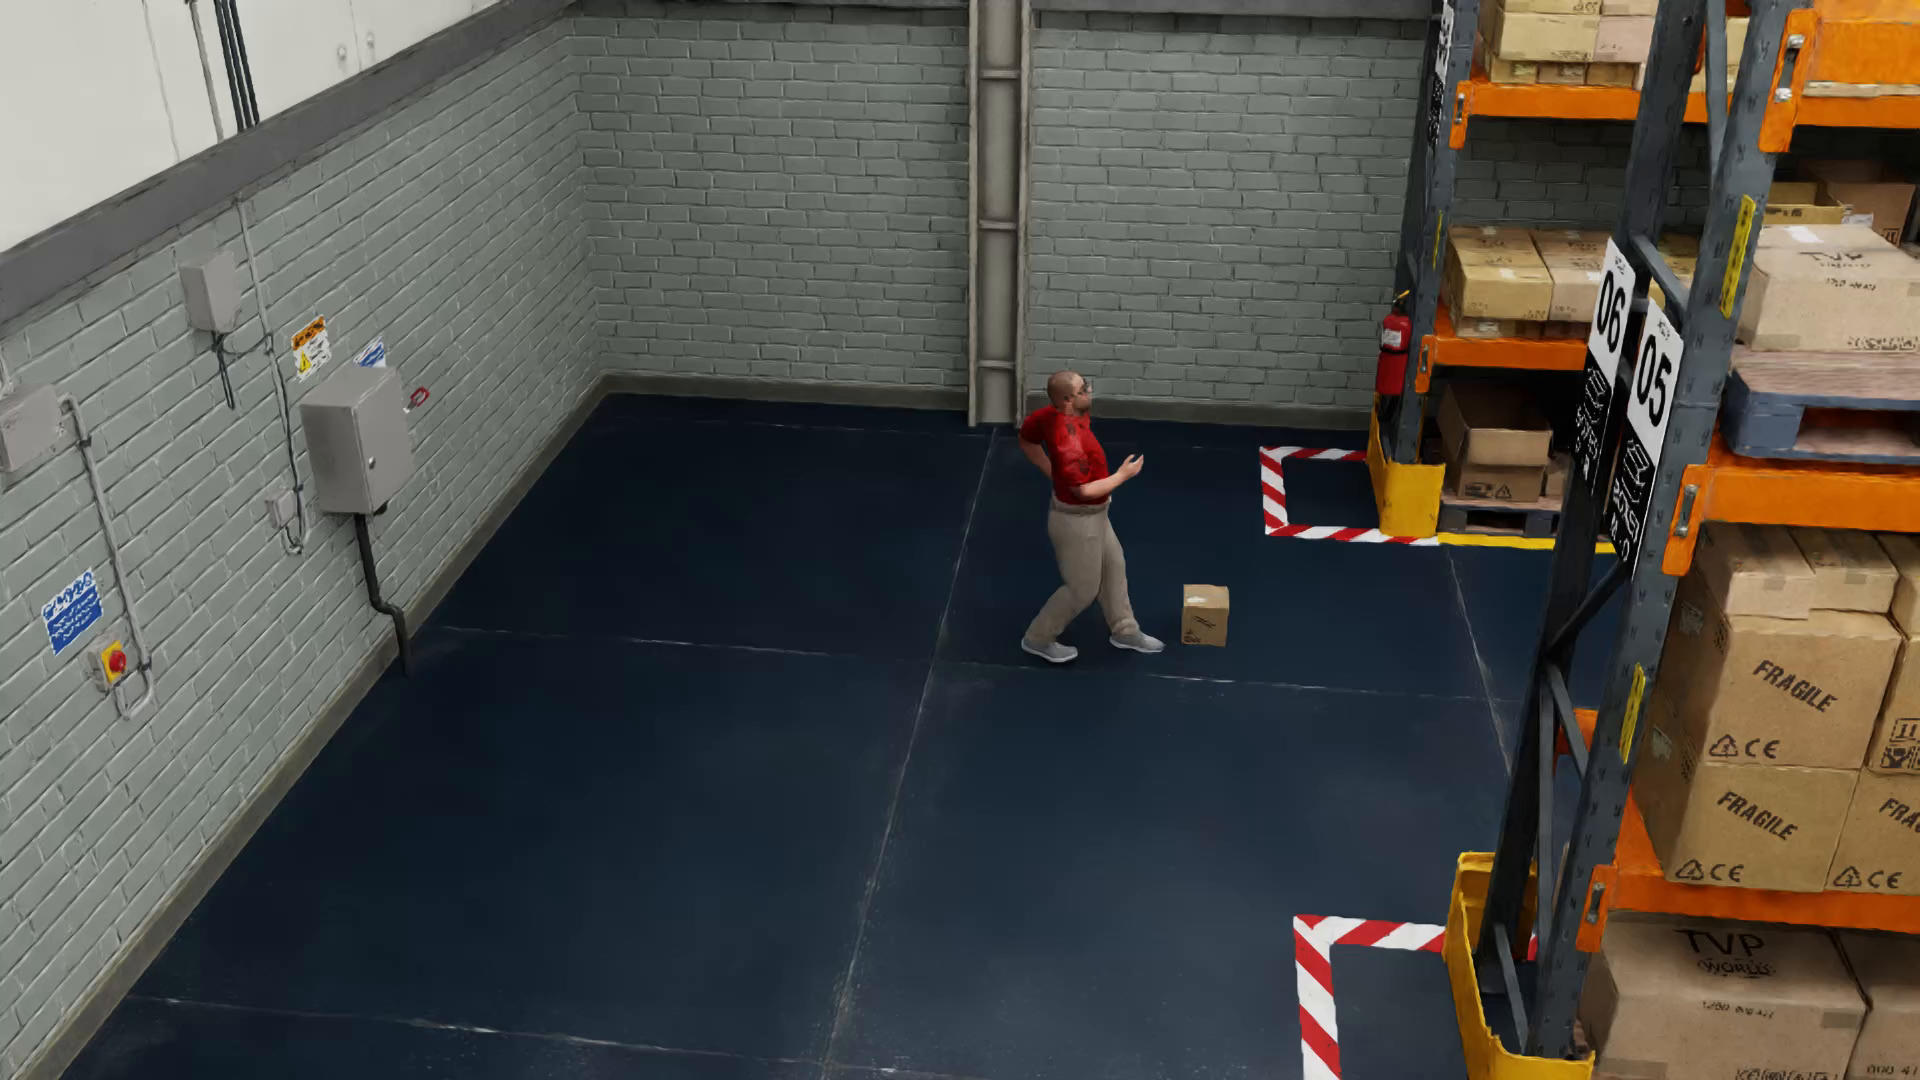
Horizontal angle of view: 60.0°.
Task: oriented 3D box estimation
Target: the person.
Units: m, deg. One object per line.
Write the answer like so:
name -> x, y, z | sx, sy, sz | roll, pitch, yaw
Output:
person -> 0.719, -0.094, 8.854 | 0.851, 1.730, 0.622 | 1, 28, 3
